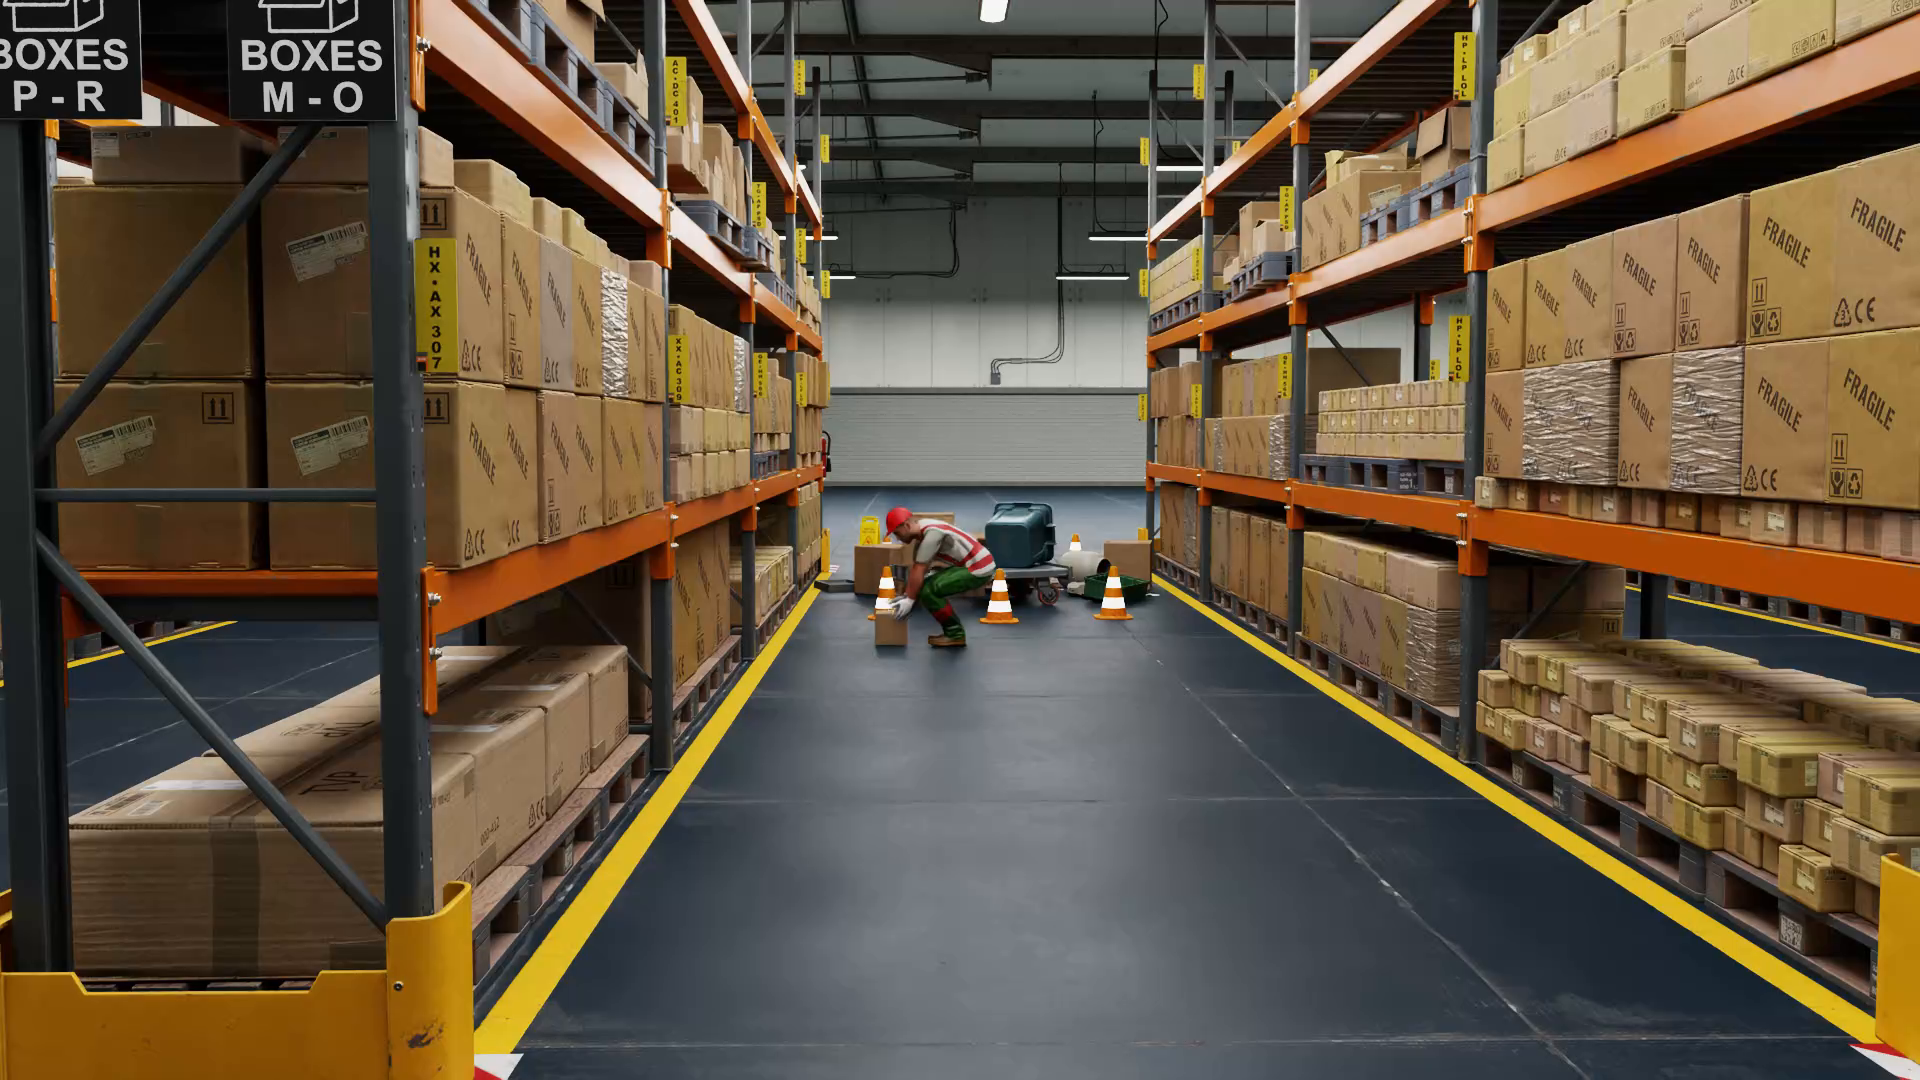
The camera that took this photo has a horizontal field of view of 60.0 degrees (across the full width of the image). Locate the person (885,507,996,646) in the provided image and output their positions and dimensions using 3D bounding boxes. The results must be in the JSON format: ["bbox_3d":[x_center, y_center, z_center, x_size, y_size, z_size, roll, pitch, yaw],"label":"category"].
[{"bbox_3d":[-0.152,0.284,13.041,0.866,1.090,0.571,0,4,-1],"label":"person"}]
